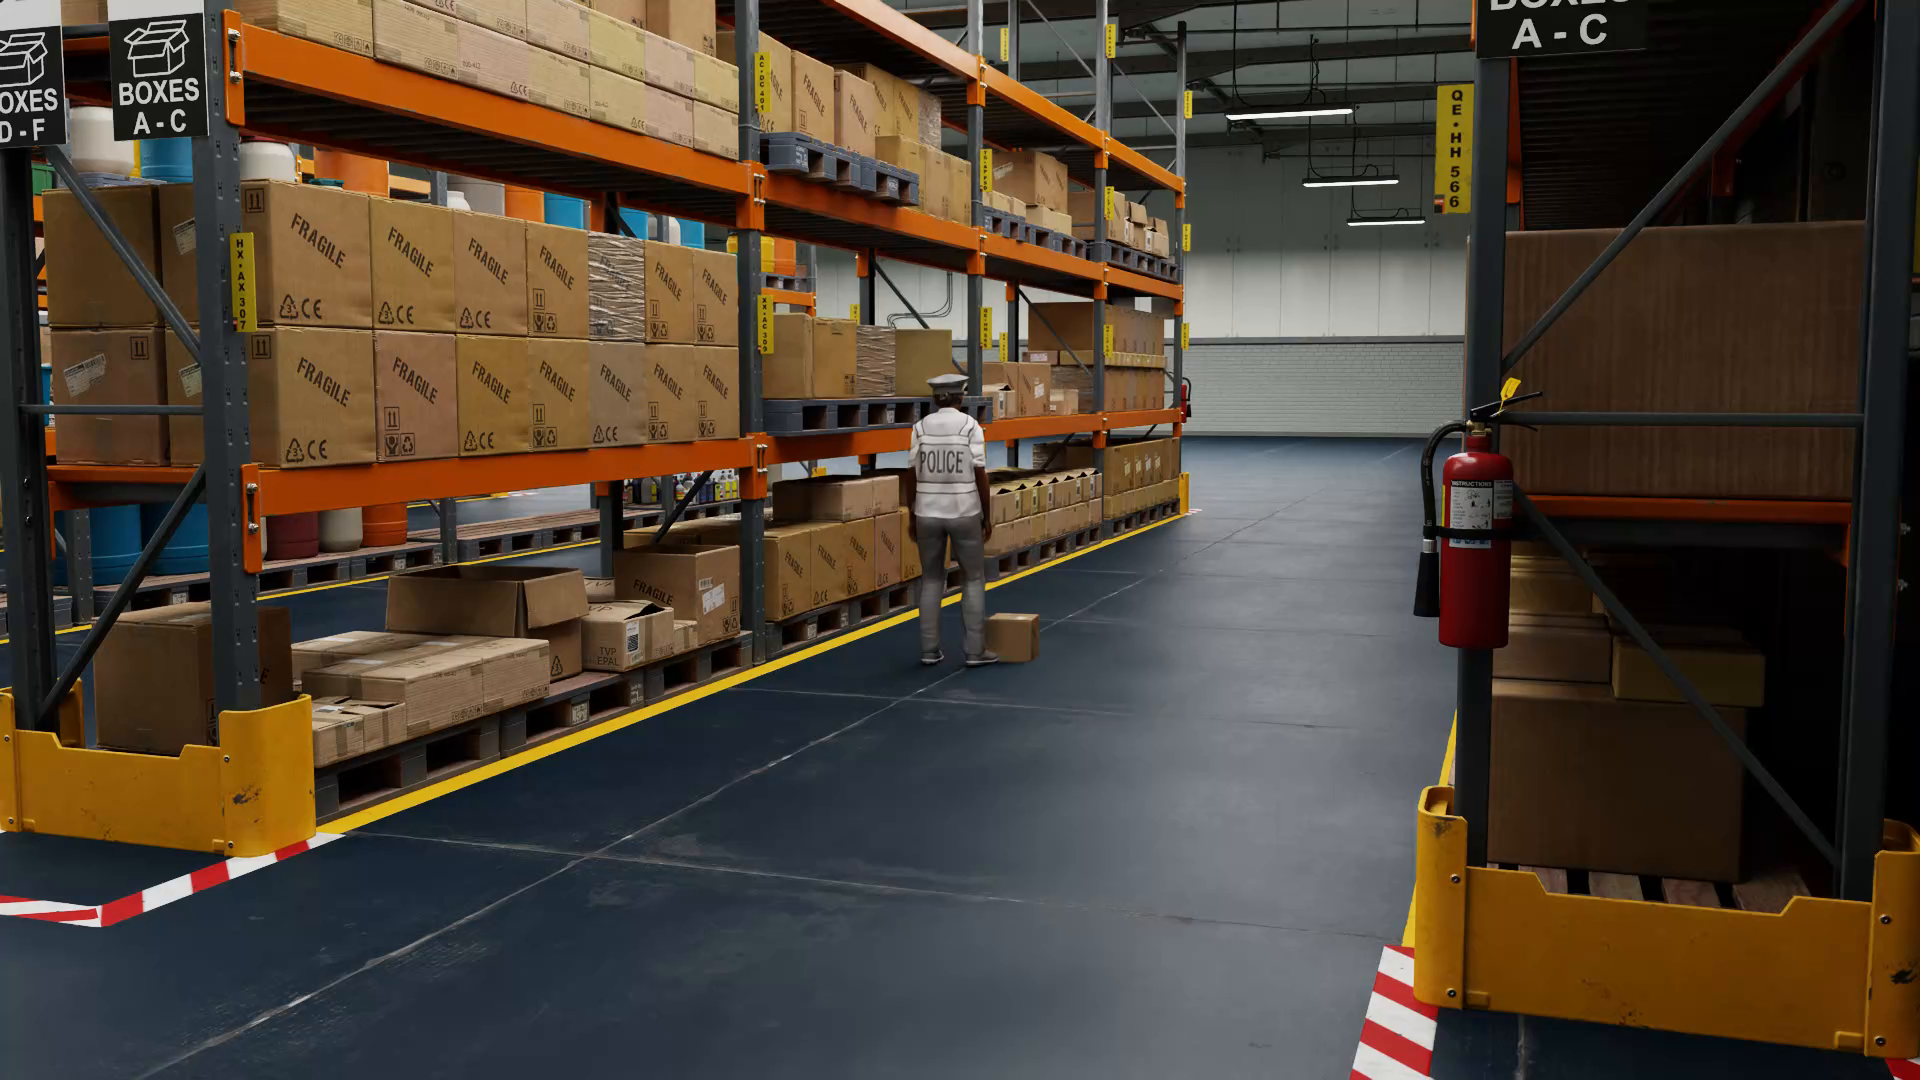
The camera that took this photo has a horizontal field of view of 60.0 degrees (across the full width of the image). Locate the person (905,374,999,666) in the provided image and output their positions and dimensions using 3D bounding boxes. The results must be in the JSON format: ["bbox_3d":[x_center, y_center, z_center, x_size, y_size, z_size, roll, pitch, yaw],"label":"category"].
[{"bbox_3d":[-0.050,-0.114,9.489,0.516,1.656,0.396,1,5,14],"label":"person"}]
